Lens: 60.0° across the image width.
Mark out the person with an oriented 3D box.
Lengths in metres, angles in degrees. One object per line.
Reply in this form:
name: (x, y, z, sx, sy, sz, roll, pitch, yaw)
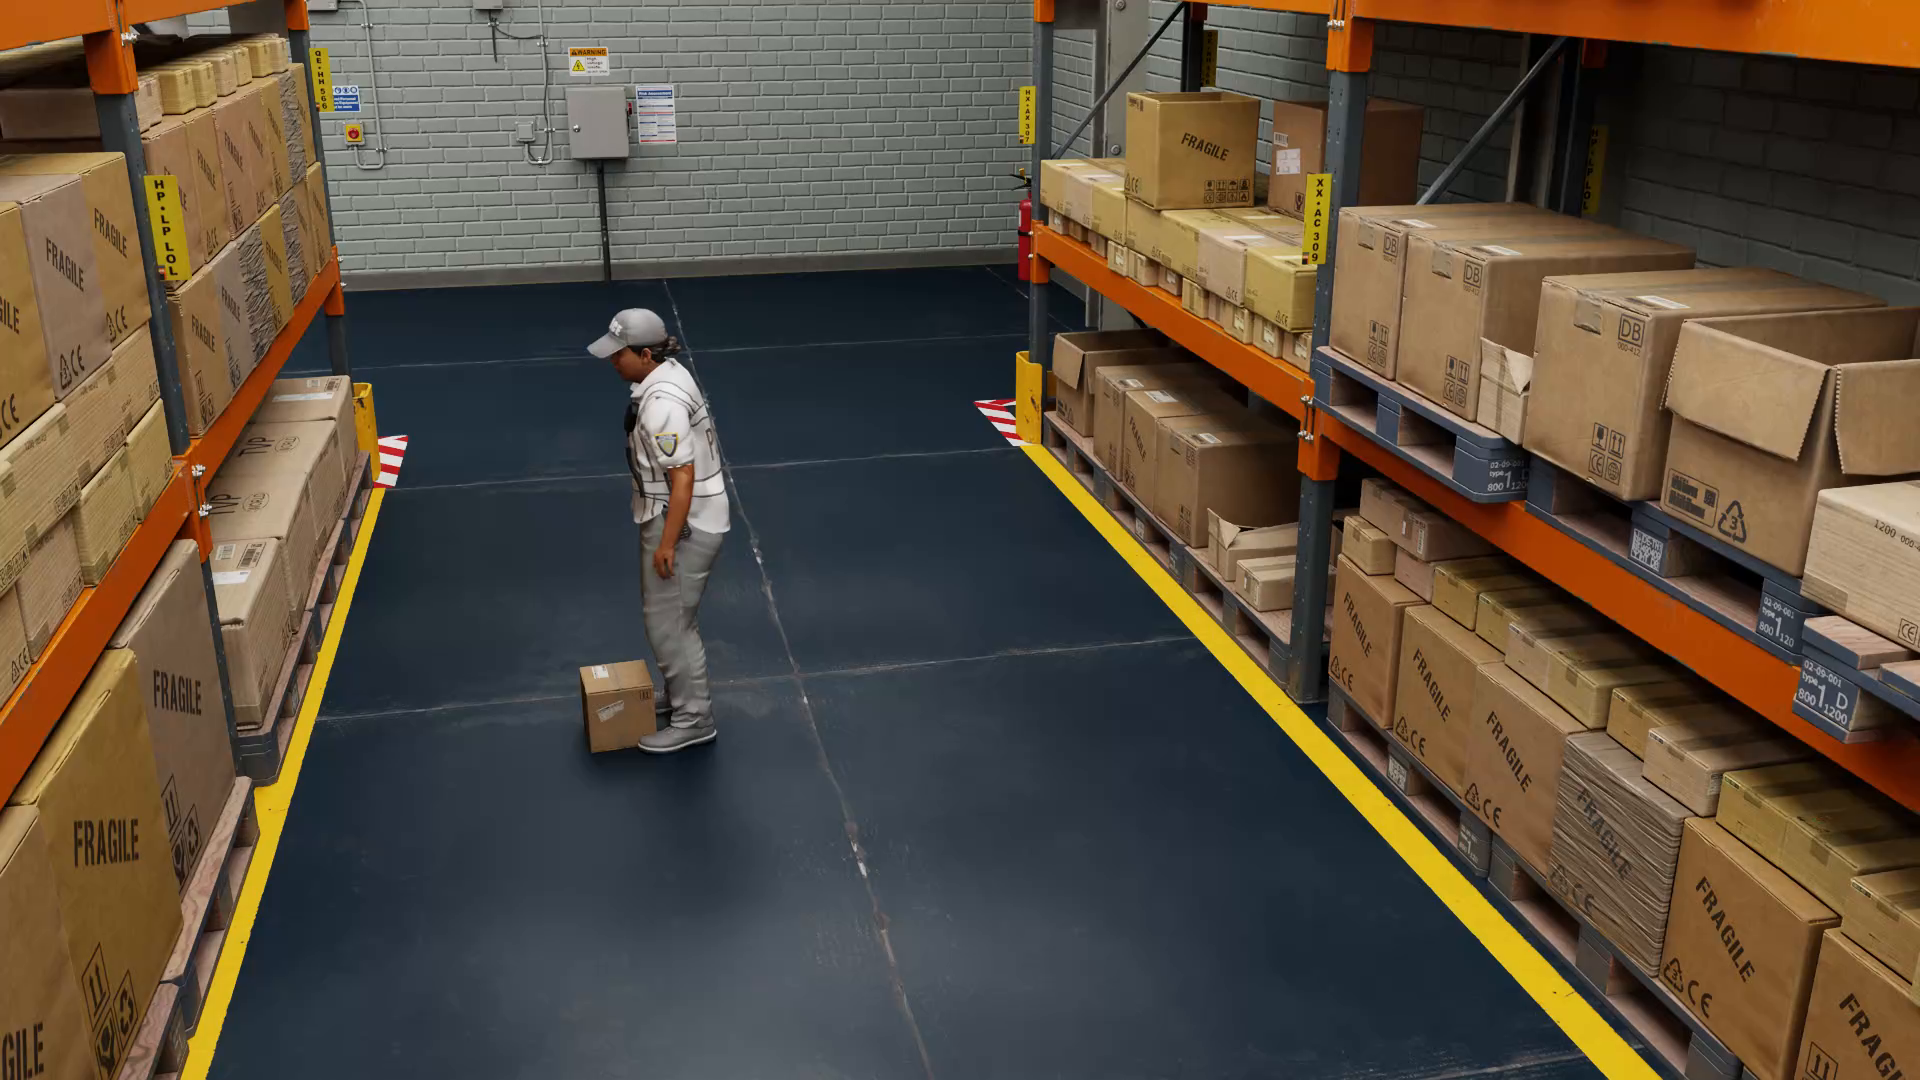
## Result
person: (-1.098, -0.050, 6.200, 0.469, 1.665, 0.537, -4, 20, -12)
